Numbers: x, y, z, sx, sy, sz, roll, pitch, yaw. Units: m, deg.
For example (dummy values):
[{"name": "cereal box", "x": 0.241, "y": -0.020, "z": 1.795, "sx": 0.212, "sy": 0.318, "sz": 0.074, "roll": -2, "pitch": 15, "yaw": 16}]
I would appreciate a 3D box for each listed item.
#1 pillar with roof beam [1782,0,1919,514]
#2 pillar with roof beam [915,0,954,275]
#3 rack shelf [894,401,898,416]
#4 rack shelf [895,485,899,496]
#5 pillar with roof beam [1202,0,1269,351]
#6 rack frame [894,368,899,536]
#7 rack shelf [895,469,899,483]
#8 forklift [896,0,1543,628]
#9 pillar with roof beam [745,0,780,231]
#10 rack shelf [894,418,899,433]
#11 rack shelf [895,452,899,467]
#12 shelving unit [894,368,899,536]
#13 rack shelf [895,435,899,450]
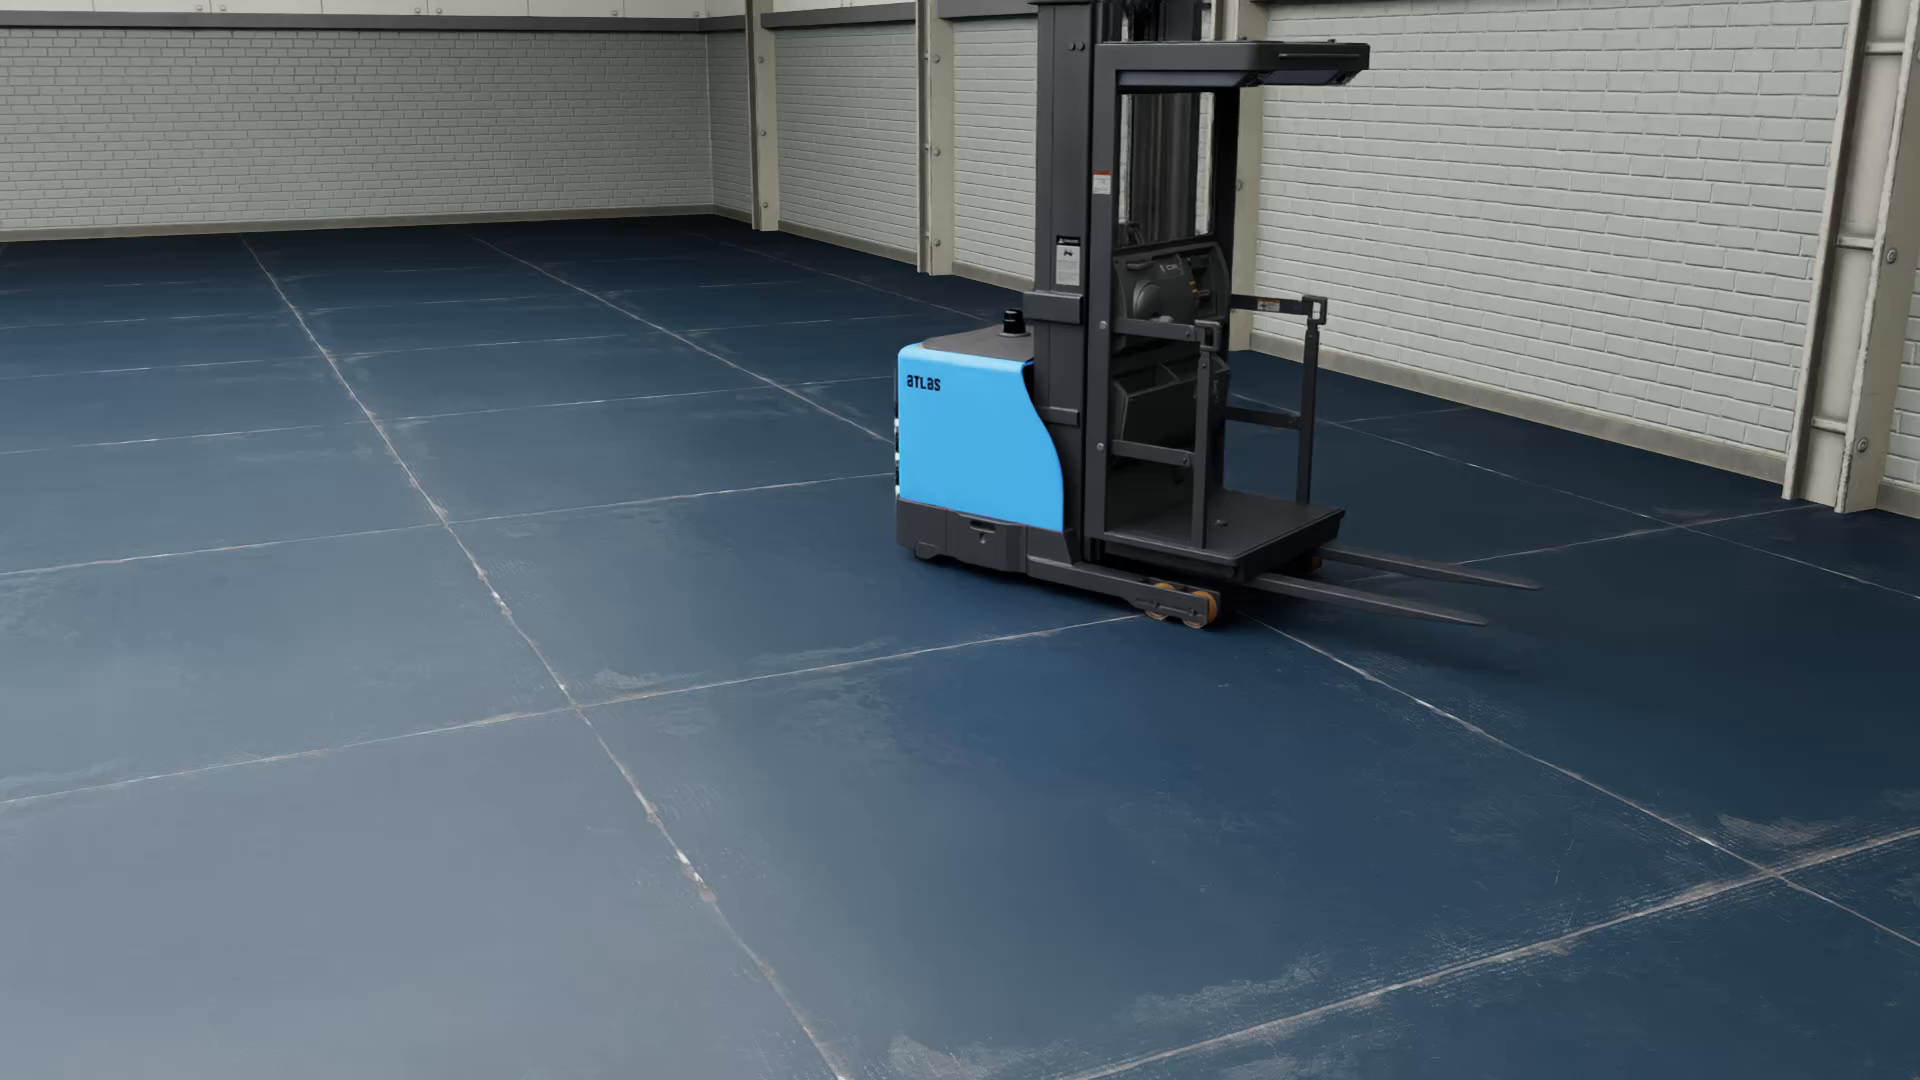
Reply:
[{"name": "pillar with roof beam", "x": 1.097, "y": -4.020, "z": 6.445, "sx": 9.100, "sy": 9.000, "sz": 0.400, "roll": -8, "pitch": 18, "yaw": -25}, {"name": "pillar with roof beam", "x": -4.160, "y": -6.995, "z": 16.813, "sx": 9.100, "sy": 9.000, "sz": 0.400, "roll": -8, "pitch": 18, "yaw": -25}, {"name": "rack shelf", "x": -0.184, "y": -0.690, "z": 8.667, "sx": 0.200, "sy": 0.077, "sz": 0.258, "roll": 12, "pitch": 20, "yaw": 37}, {"name": "rack shelf", "x": -0.184, "y": -0.258, "z": 8.791, "sx": 0.200, "sy": 0.077, "sz": 0.258, "roll": 12, "pitch": 20, "yaw": 37}, {"name": "pillar with roof beam", "x": -1.531, "y": -5.508, "z": 11.629, "sx": 9.100, "sy": 9.000, "sz": 0.400, "roll": -8, "pitch": 18, "yaw": -25}, {"name": "rack frame", "x": -0.264, "y": -0.480, "z": 8.793, "sx": 0.006, "sy": 0.900, "sz": 0.240, "roll": 12, "pitch": 20, "yaw": 37}, {"name": "rack shelf", "x": -0.184, "y": -0.344, "z": 8.766, "sx": 0.200, "sy": 0.077, "sz": 0.258, "roll": 12, "pitch": 20, "yaw": 37}, {"name": "forklift", "x": 1.148, "y": -1.181, "z": 7.552, "sx": 3.031, "sy": 2.935, "sz": 1.130, "roll": 12, "pitch": 20, "yaw": 37}, {"name": "pillar with roof beam", "x": -6.788, "y": -8.483, "z": 21.998, "sx": 9.100, "sy": 9.000, "sz": 0.400, "roll": -8, "pitch": 18, "yaw": -25}, {"name": "rack shelf", "x": -0.184, "y": -0.604, "z": 8.692, "sx": 0.200, "sy": 0.077, "sz": 0.258, "roll": 12, "pitch": 20, "yaw": 37}, {"name": "rack shelf", "x": -0.184, "y": -0.431, "z": 8.741, "sx": 0.200, "sy": 0.077, "sz": 0.258, "roll": 12, "pitch": 20, "yaw": 37}, {"name": "shelving unit", "x": -0.184, "y": -0.463, "z": 8.732, "sx": 0.210, "sy": 0.900, "sz": 0.258, "roll": 12, "pitch": 20, "yaw": 37}, {"name": "rack shelf", "x": -0.184, "y": -0.517, "z": 8.717, "sx": 0.200, "sy": 0.077, "sz": 0.258, "roll": 12, "pitch": 20, "yaw": 37}]
